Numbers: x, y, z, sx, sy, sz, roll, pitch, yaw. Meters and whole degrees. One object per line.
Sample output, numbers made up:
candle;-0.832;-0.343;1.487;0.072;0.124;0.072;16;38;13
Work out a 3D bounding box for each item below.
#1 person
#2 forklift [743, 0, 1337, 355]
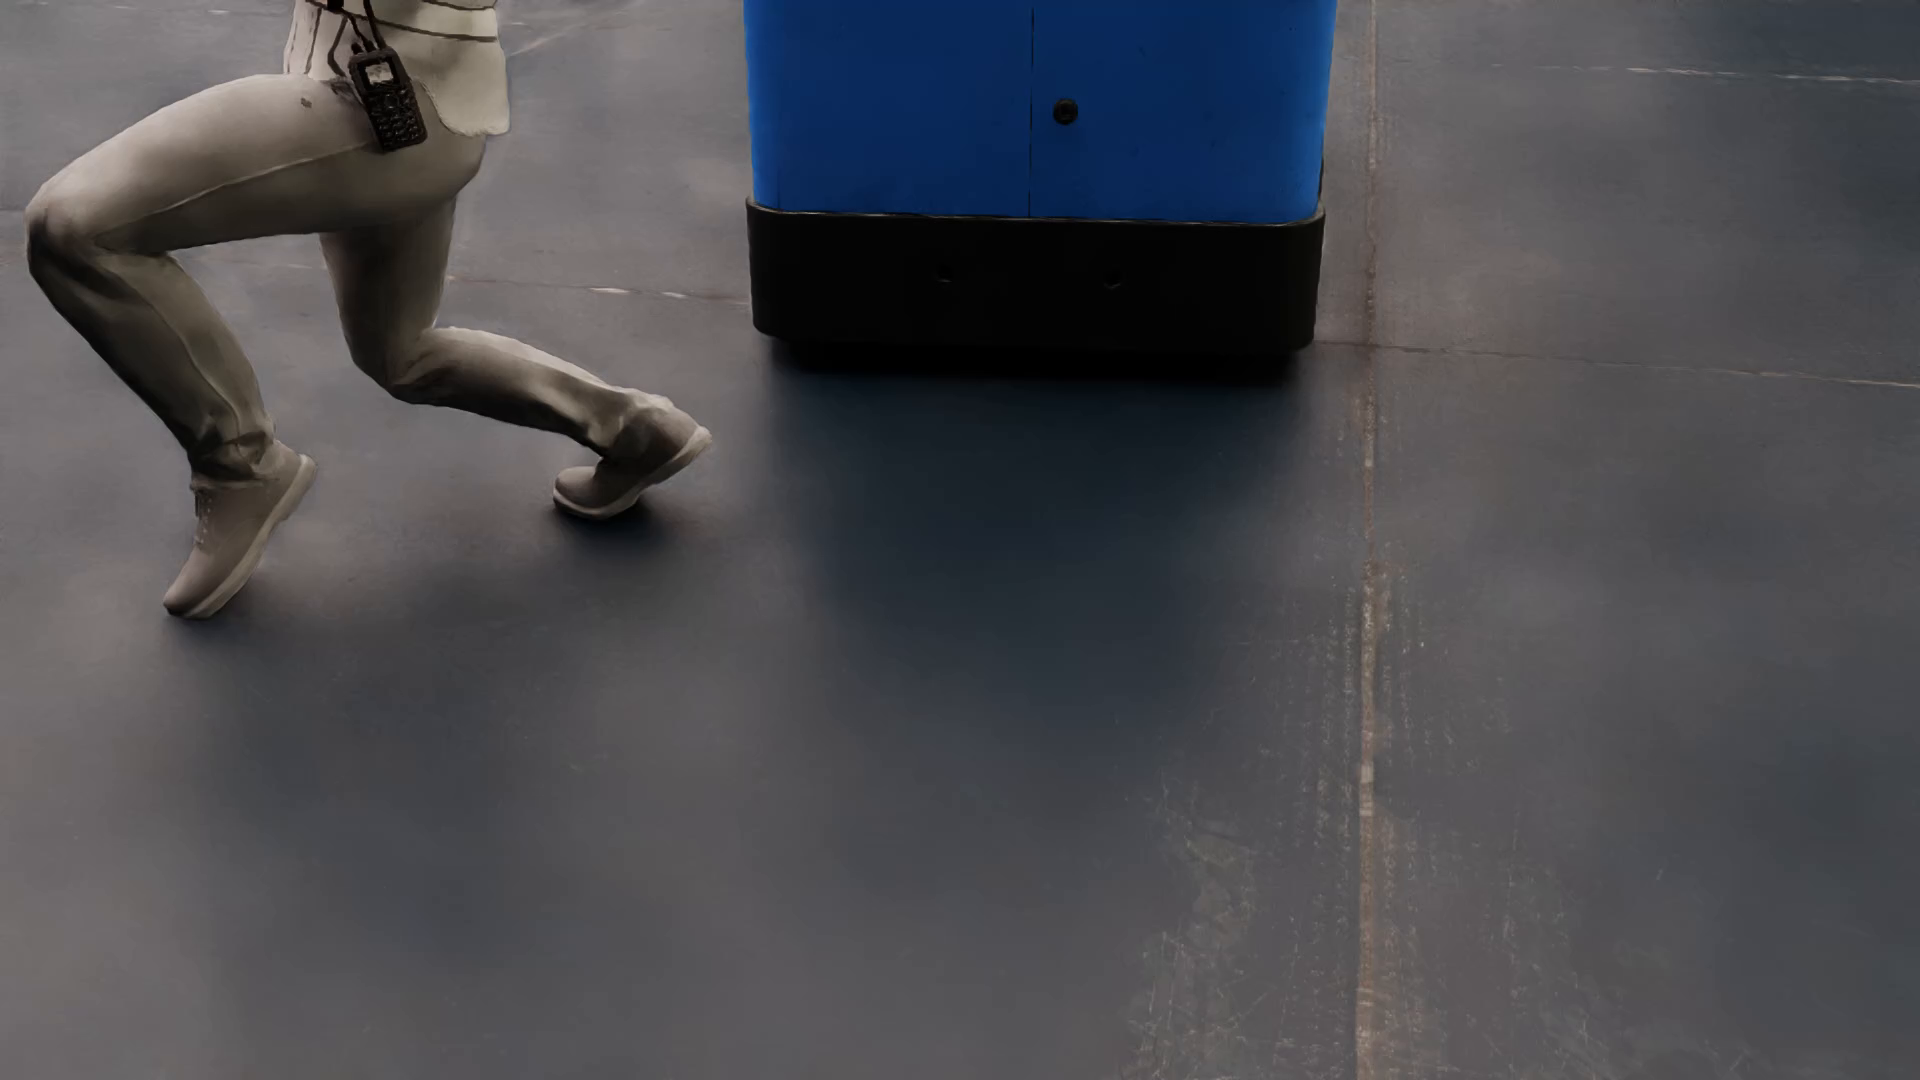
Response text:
person;-0.693;-0.507;1.965;0.848;1.429;0.975;-10;29;-19
forklift;0.257;-2.274;3.754;1.130;2.935;3.031;2;27;5
